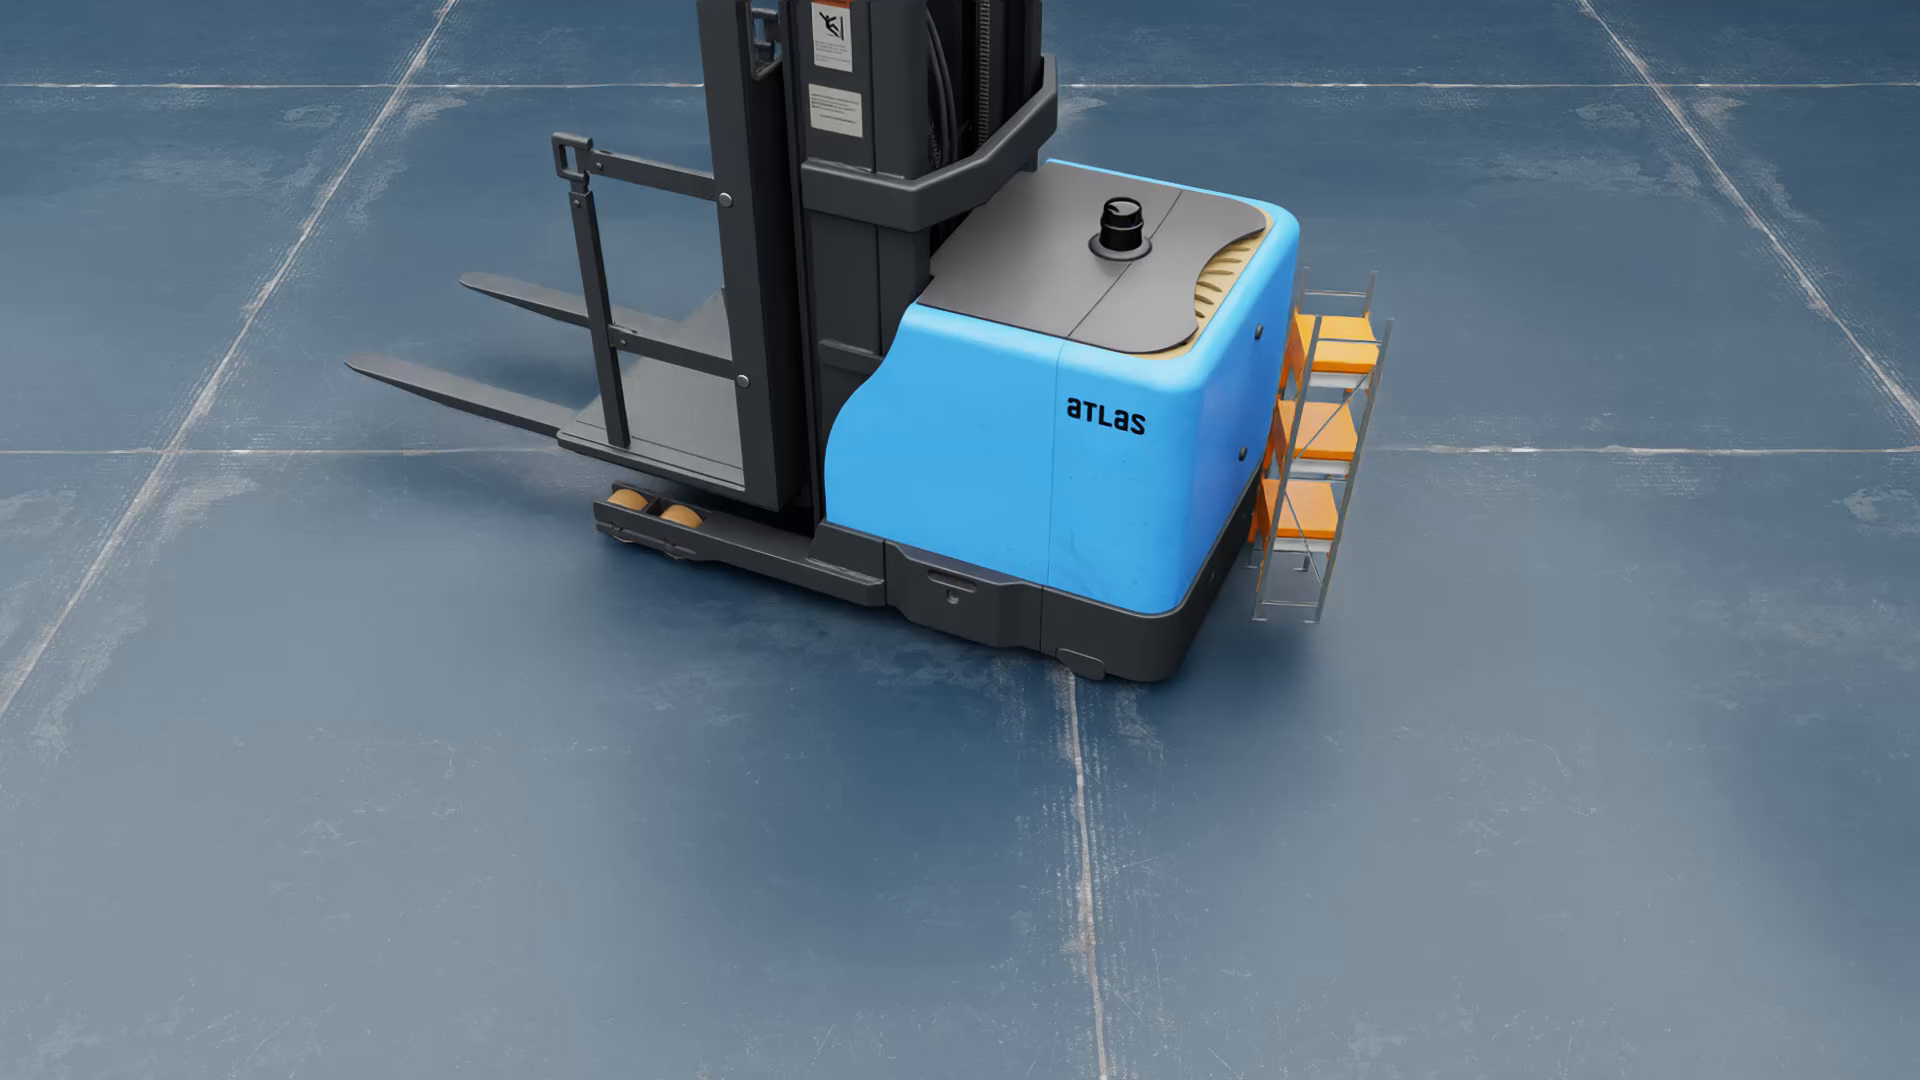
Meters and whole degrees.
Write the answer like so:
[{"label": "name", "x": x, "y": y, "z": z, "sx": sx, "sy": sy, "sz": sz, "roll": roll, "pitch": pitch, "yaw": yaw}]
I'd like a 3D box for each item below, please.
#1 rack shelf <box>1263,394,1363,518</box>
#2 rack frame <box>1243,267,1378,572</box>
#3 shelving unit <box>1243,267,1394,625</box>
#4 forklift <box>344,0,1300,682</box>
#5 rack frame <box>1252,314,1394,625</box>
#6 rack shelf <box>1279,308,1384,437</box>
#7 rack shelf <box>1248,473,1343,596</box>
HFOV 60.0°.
[{"label": "rack shelf", "x": 0.994, "y": -0.233, "z": 4.710, "sx": 0.215, "sy": 0.259, "sz": 0.240, "roll": 3, "pitch": 39, "yaw": -1}, {"label": "rack frame", "x": 0.998, "y": -0.318, "z": 4.799, "sx": 0.200, "sy": 1.050, "sz": 0.008, "roll": 3, "pitch": 39, "yaw": -1}, {"label": "shelving unit", "x": 0.995, "y": -0.242, "z": 4.704, "sx": 0.215, "sy": 1.050, "sz": 0.252, "roll": 3, "pitch": 39, "yaw": -1}, {"label": "forklift", "x": -0.581, "y": -1.365, "z": 4.610, "sx": 3.031, "sy": 2.935, "sz": 1.130, "roll": 16, "pitch": 41, "yaw": 19}, {"label": "rack frame", "x": 0.991, "y": -0.165, "z": 4.609, "sx": 0.200, "sy": 1.050, "sz": 0.008, "roll": 3, "pitch": 39, "yaw": -1}, {"label": "rack shelf", "x": 1.008, "y": -0.454, "z": 4.533, "sx": 0.215, "sy": 0.259, "sz": 0.240, "roll": 3, "pitch": 39, "yaw": -1}, {"label": "rack shelf", "x": 0.981, "y": -0.017, "z": 4.884, "sx": 0.215, "sy": 0.259, "sz": 0.240, "roll": 3, "pitch": 39, "yaw": -1}]
